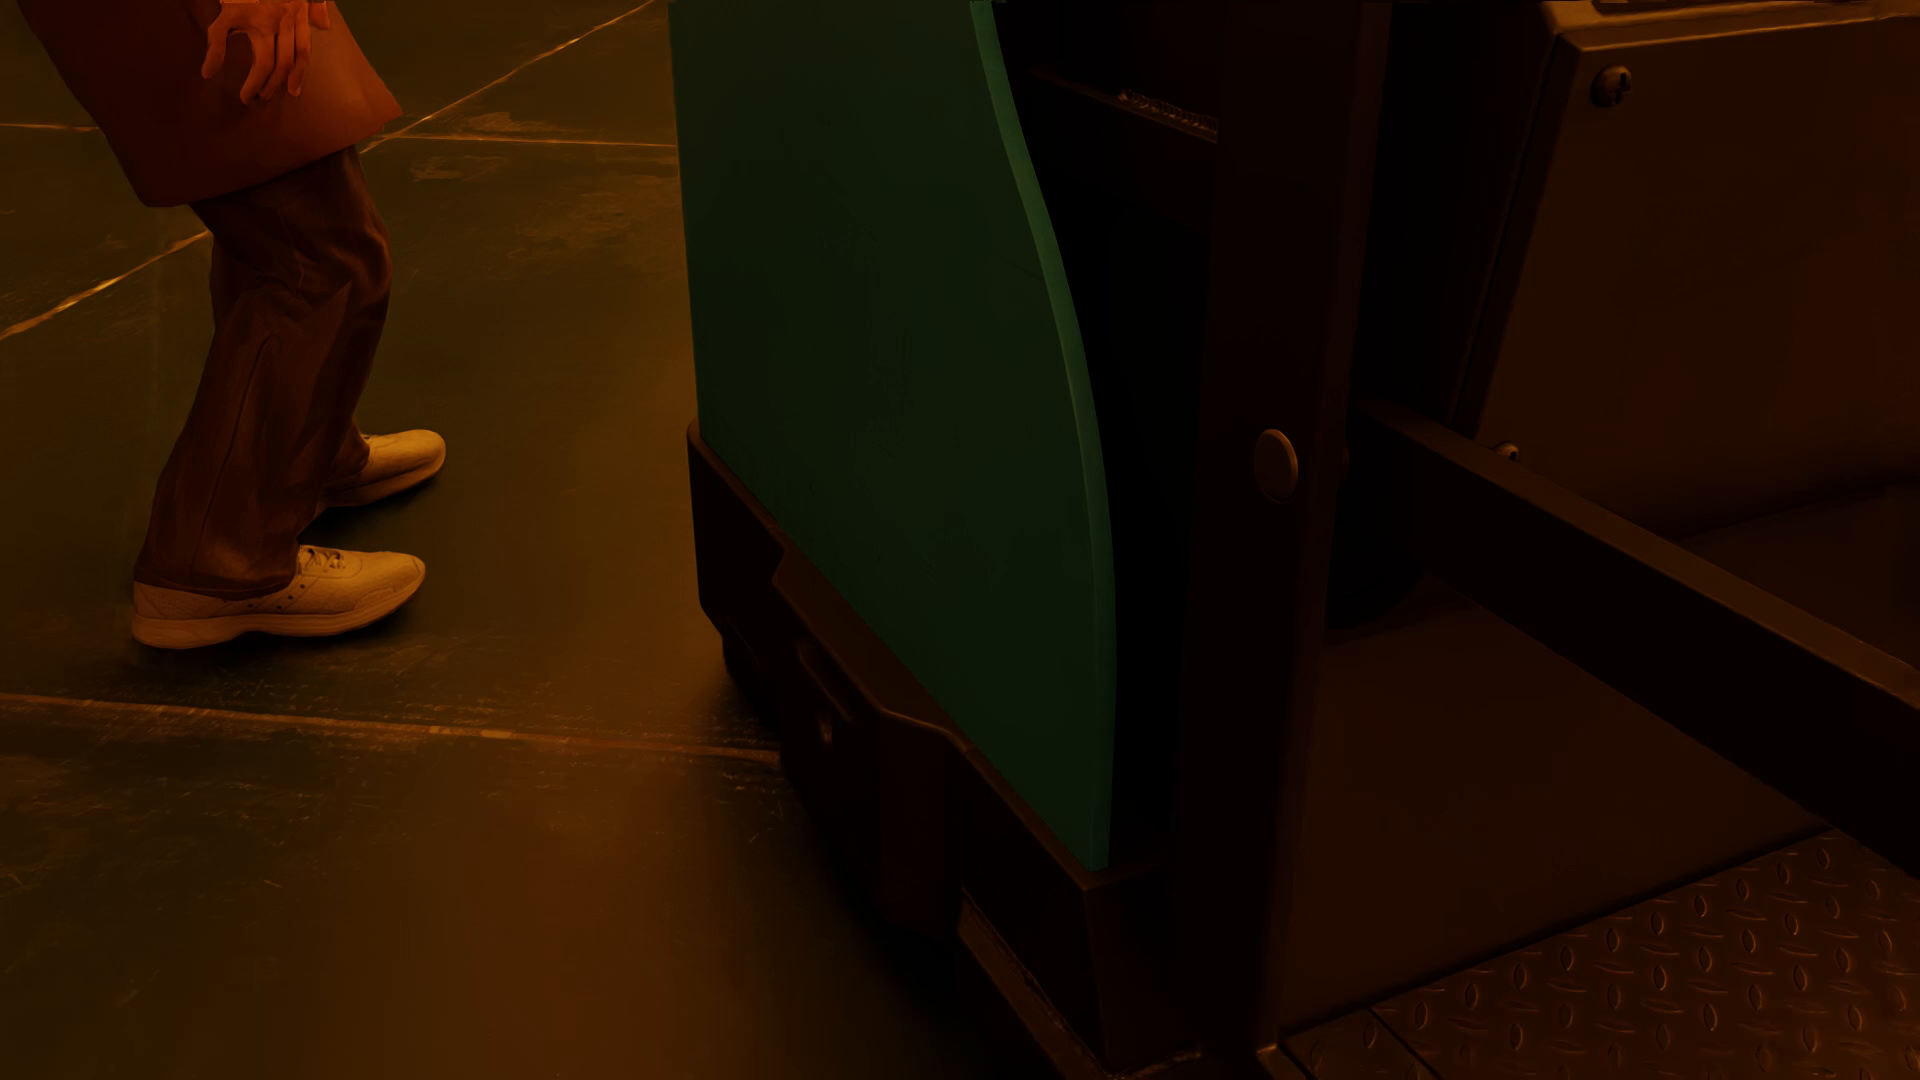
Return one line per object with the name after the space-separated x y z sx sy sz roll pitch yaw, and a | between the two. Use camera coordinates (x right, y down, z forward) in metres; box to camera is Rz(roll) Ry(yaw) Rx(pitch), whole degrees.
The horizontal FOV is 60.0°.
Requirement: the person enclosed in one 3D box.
-0.907 -0.712 1.994 0.519 1.734 0.906 -15 30 -27 | person

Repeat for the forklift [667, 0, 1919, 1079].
0.759 -0.693 0.606 1.130 2.935 3.031 -12 29 -23 | forklift
